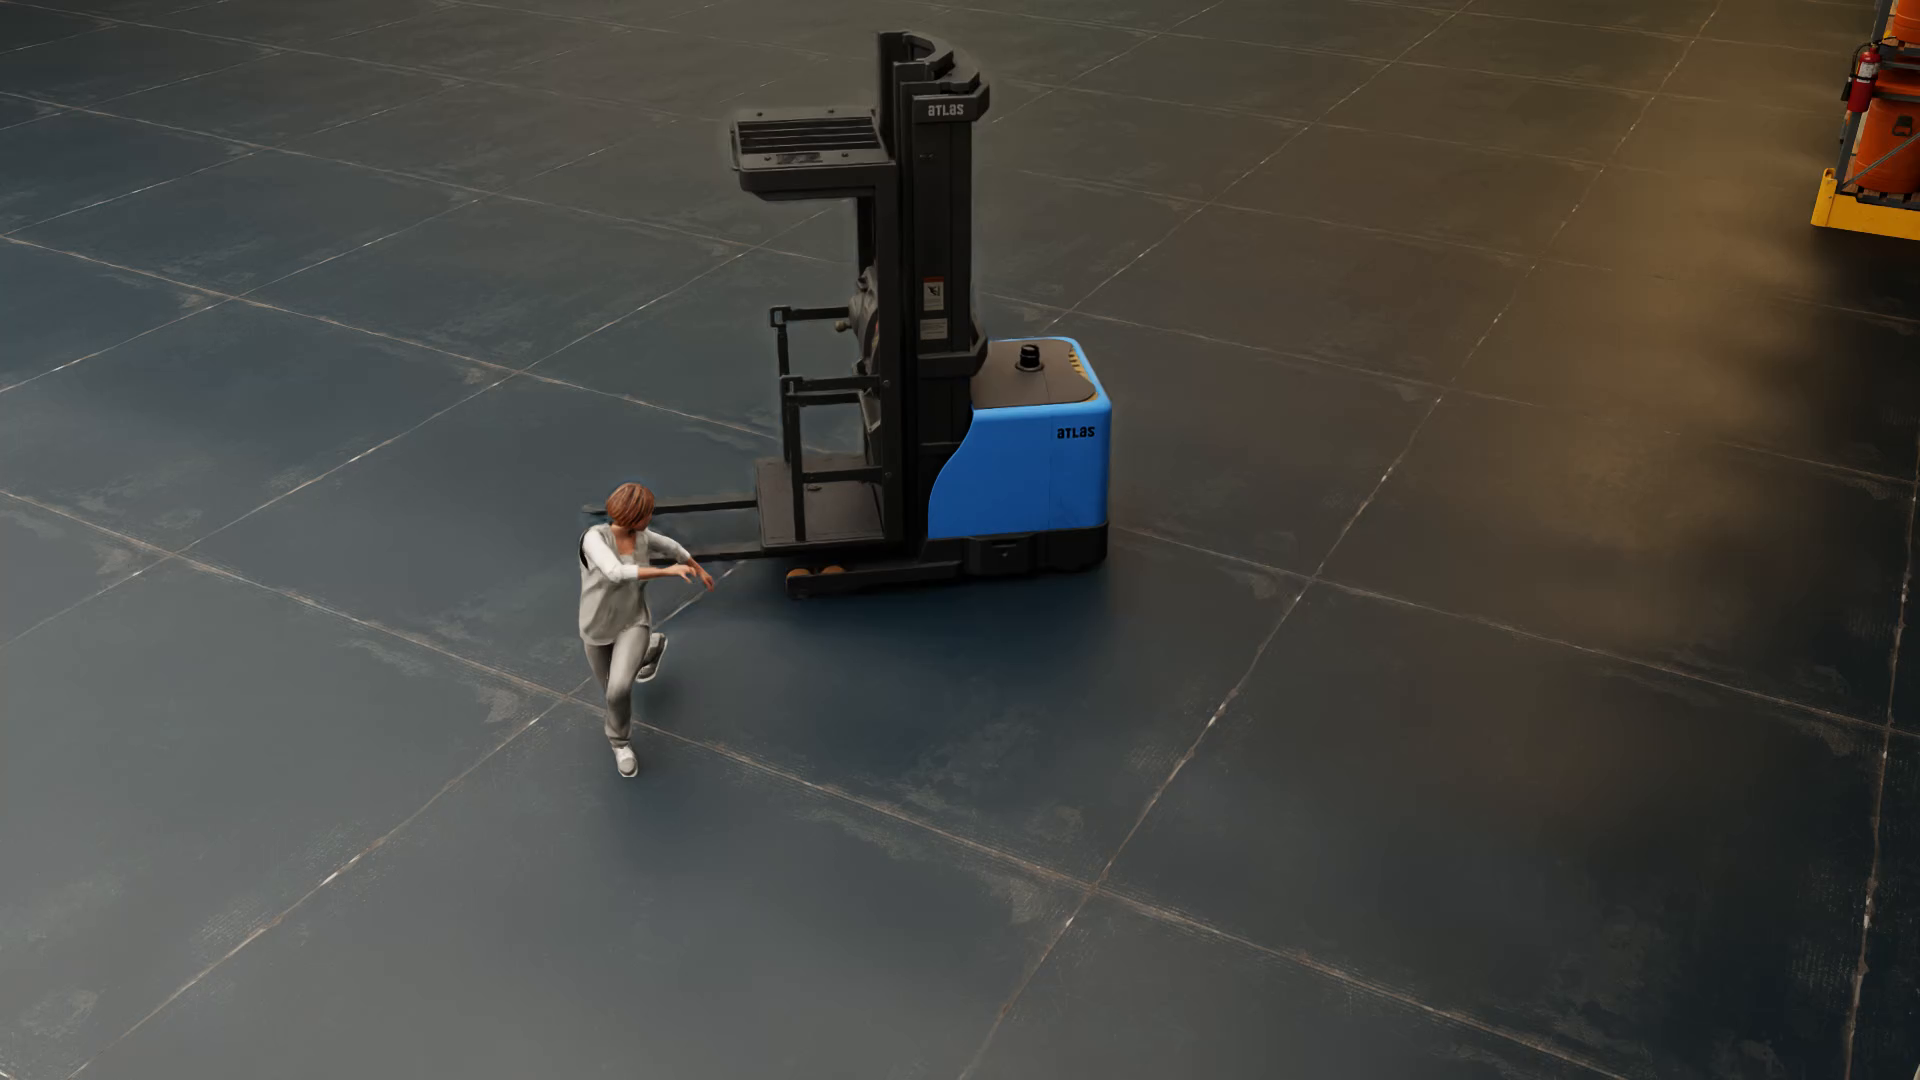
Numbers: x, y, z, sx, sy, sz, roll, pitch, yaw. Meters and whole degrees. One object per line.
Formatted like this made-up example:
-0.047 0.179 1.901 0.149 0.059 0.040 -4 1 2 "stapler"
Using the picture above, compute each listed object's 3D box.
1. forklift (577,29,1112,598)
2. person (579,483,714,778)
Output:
-0.703 -1.222 9.189 3.031 2.935 1.130 -4 30 -8 "forklift"
-1.516 0.341 8.060 0.650 1.371 0.870 -5 30 -8 "person"
